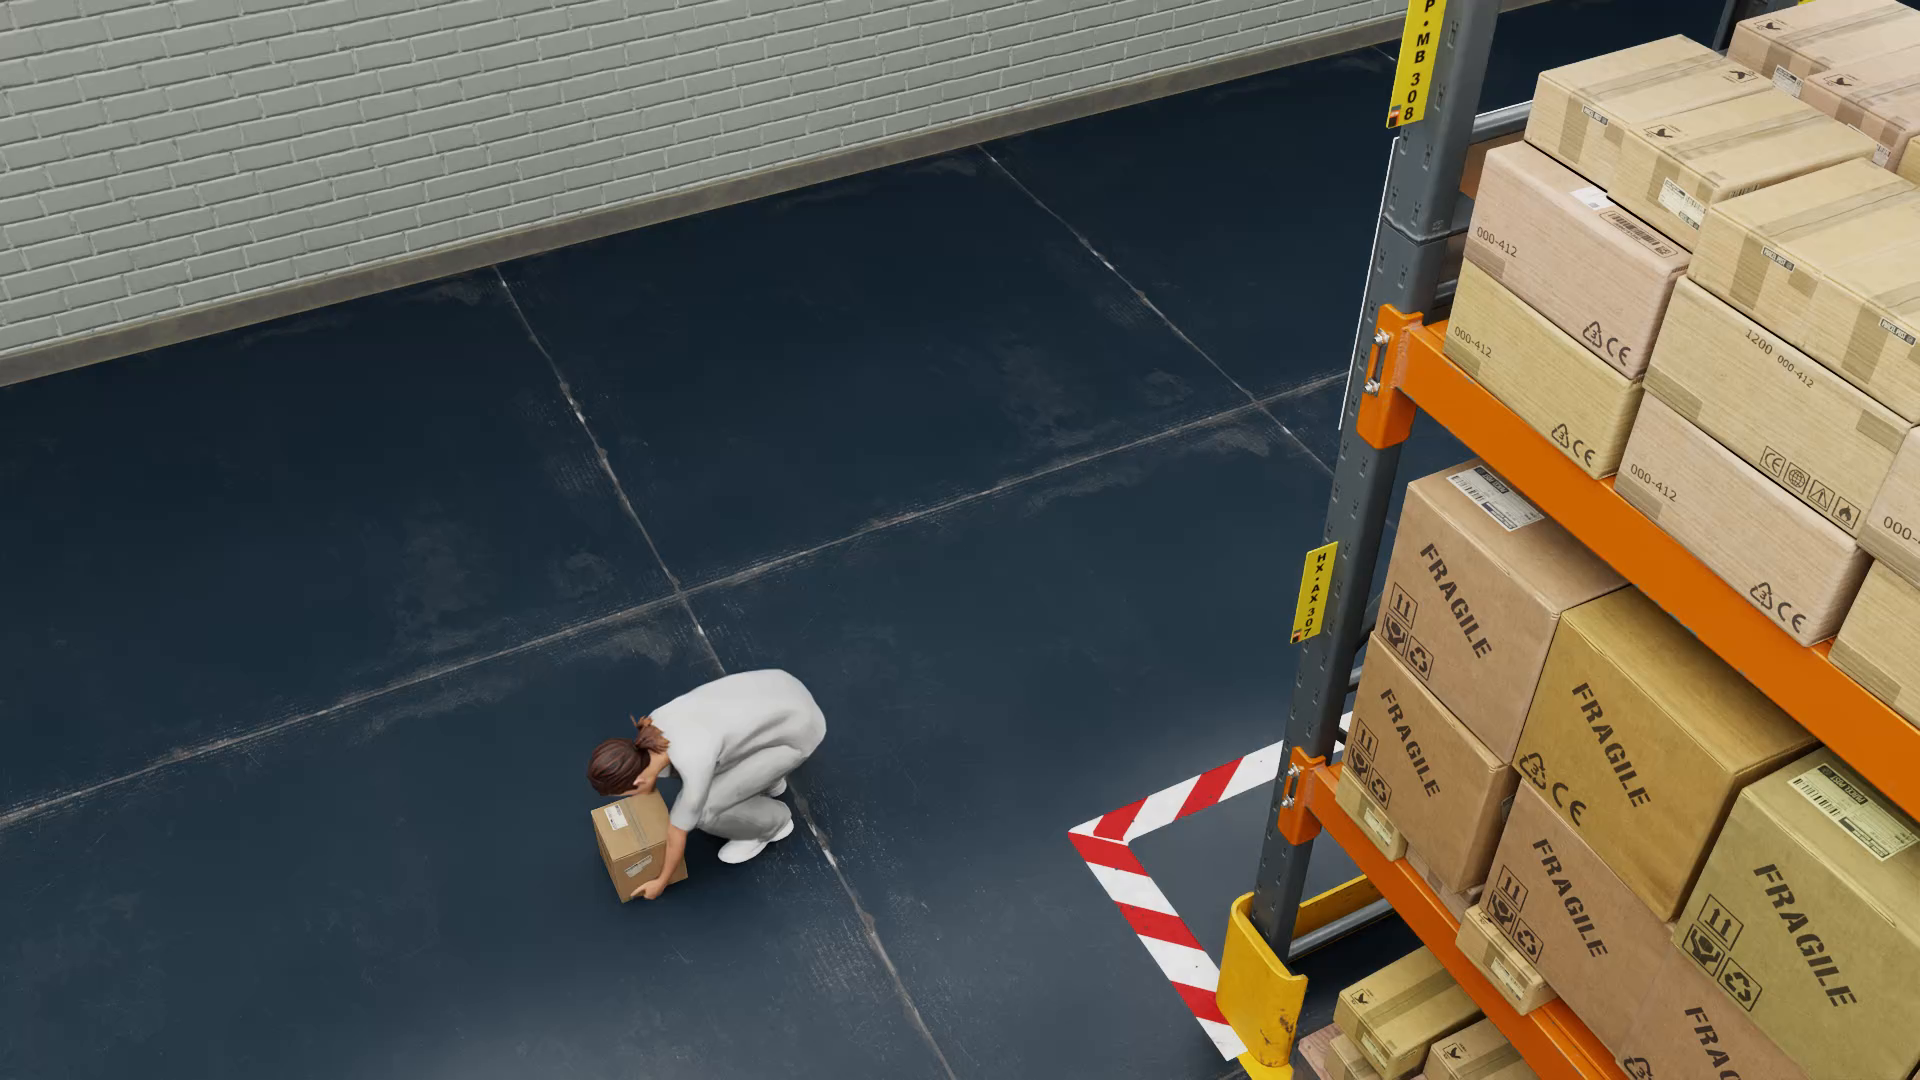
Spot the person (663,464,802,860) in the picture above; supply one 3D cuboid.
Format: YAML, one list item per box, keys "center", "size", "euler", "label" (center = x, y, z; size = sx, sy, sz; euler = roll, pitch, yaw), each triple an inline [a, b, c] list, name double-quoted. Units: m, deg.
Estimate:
- center: [-0.774, 0.438, 5.673]
  size: [0.562, 1.662, 0.437]
  euler: [-18, 45, -20]
  label: "person"
